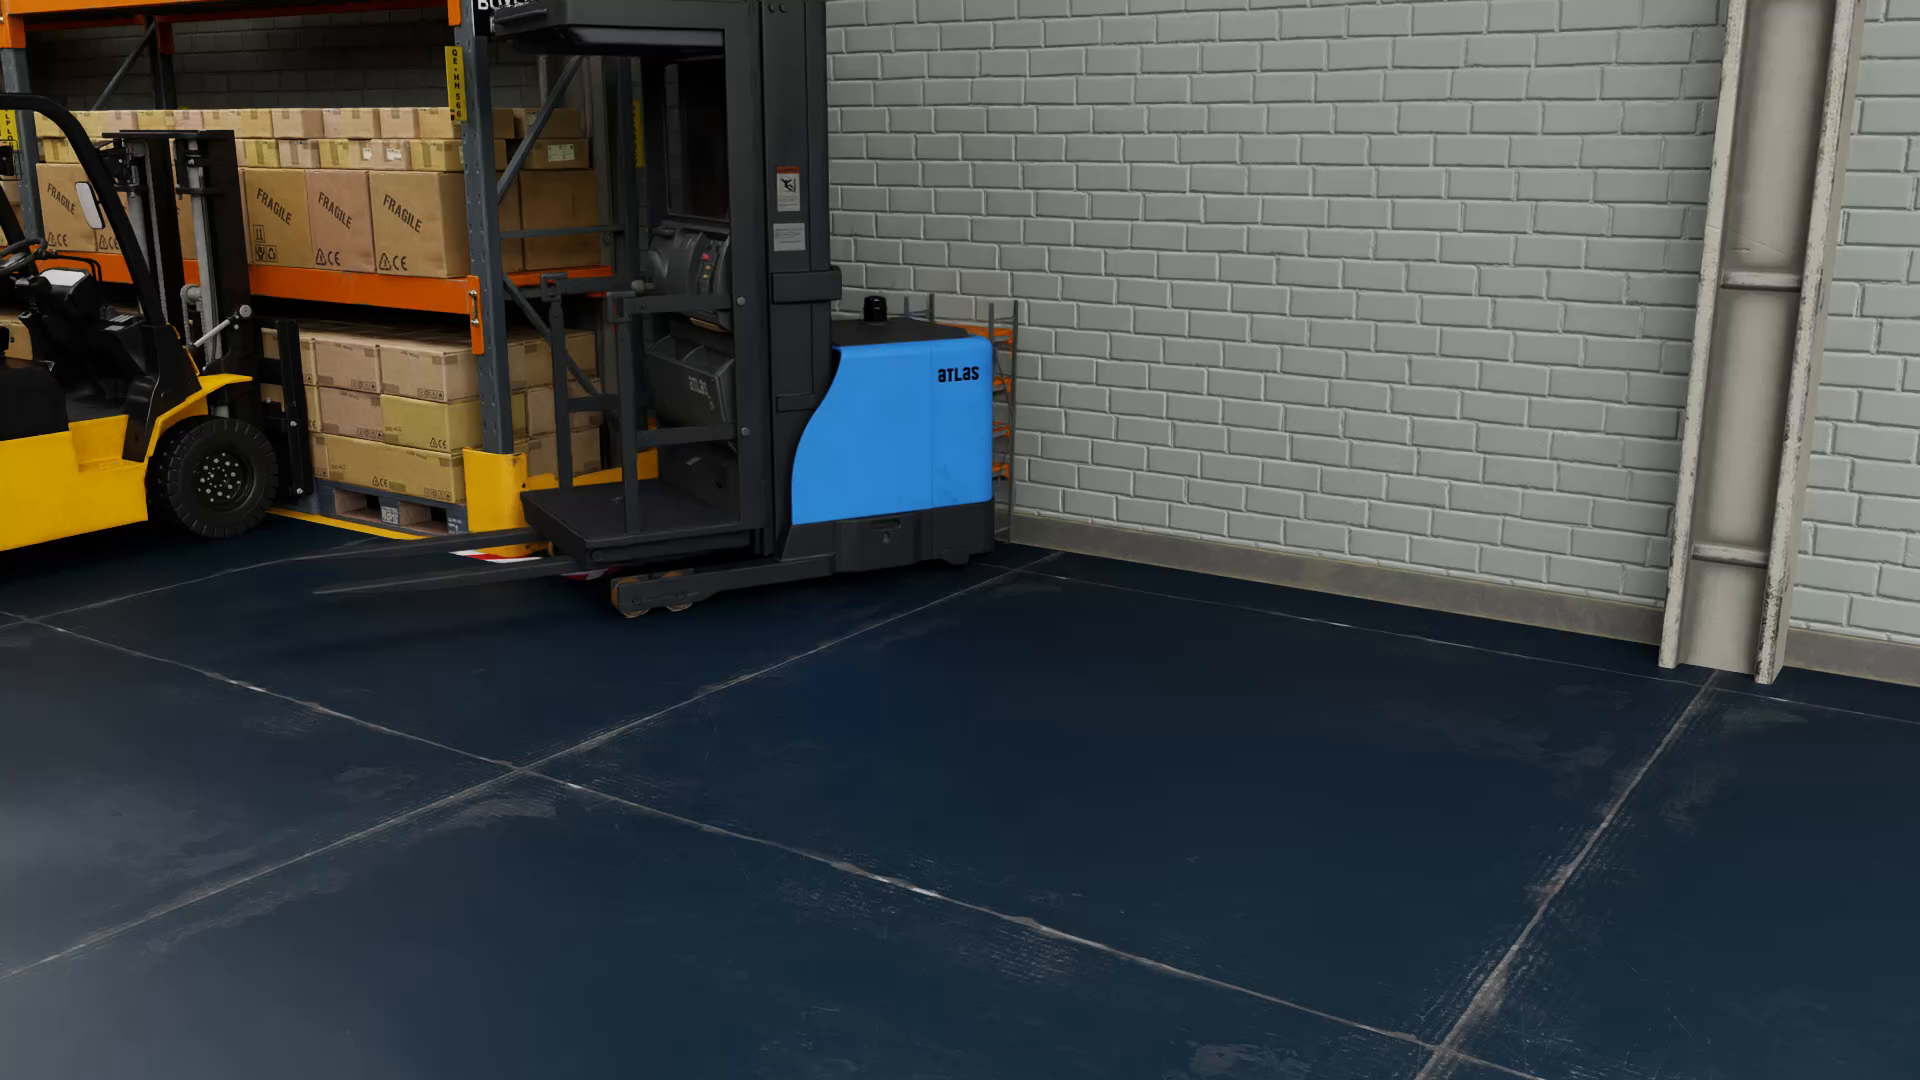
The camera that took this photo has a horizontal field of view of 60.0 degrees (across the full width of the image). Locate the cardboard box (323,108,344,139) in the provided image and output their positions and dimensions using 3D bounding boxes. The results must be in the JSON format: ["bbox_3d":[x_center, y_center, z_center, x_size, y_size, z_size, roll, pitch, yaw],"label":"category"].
[{"bbox_3d":[-3.014,-2.128,8.498,0.250,0.149,0.380,9,17,33],"label":"cardboard box"}]

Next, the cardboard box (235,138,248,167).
[{"bbox_3d":[-3.659,-2.082,8.932,0.250,0.149,0.380,9,17,32],"label":"cardboard box"}]

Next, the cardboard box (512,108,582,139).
[{"bbox_3d":[-2.139,-2.104,8.405,0.250,0.149,0.380,9,16,32],"label":"cardboard box"}]

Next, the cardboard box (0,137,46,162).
[{"bbox_3d":[-5.706,-2.410,10.260,0.250,0.149,0.380,10,17,35],"label":"cardboard box"}]

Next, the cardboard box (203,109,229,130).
[{"bbox_3d":[-3.870,-2.264,9.051,0.250,0.149,0.380,9,17,33],"label":"cardboard box"}]

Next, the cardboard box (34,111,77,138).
[{"bbox_3d":[-5.200,-2.451,9.806,0.250,0.149,0.380,10,17,34],"label":"cardboard box"}]

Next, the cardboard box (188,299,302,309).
[{"bbox_3d":[-4.354,-1.307,10.130,0.500,0.250,0.500,9,16,32],"label":"cardboard box"}]

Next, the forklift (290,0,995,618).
[{"bbox_3d":[-1.377,-1.241,7.236,3.031,2.935,1.130,-8,16,-28],"label":"forklift"}]

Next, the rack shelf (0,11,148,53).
[{"bbox_3d":[-6.958,-3.420,11.153,4.000,0.370,1.077,9,17,33],"label":"rack shelf"}]

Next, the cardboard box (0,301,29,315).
[{"bbox_3d":[-6.378,-1.270,11.278,0.625,0.625,0.875,9,17,32],"label":"cardboard box"}]

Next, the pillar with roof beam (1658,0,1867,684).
[{"bbox_3d":[0.521,-3.031,1.841,0.400,9.000,9.100,9,17,33],"label":"pillar with roof beam"}]

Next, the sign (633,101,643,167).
[{"bbox_3d":[-1.665,-2.077,8.507,0.005,0.325,0.100,9,17,33],"label":"sign"}]

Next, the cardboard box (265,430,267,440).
[{"bbox_3d":[-3.807,-0.581,9.275,0.500,0.250,0.500,10,17,35],"label":"cardboard box"}]

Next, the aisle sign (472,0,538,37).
[{"bbox_3d":[-2.089,-2.703,7.592,0.004,0.787,0.394,9,17,33],"label":"aisle sign"}]

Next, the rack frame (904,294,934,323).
[{"bbox_3d":[-0.209,-0.618,8.298,0.015,1.200,0.240,9,16,32],"label":"rack frame"}]

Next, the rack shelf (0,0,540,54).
[{"bbox_3d":[-3.639,-2.884,8.986,4.000,0.370,1.077,9,17,33],"label":"rack shelf"}]

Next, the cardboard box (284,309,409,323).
[{"bbox_3d":[-3.520,-1.171,9.579,0.500,0.250,0.500,9,16,32],"label":"cardboard box"}]

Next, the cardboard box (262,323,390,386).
[{"bbox_3d":[-3.387,-0.996,8.872,0.500,0.250,0.500,9,17,34],"label":"cardboard box"}]

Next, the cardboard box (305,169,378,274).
[{"bbox_3d":[-2.960,-1.643,8.508,0.500,0.500,0.500,10,17,35],"label":"cardboard box"}]

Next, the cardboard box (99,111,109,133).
[{"bbox_3d":[-4.716,-2.402,9.606,0.250,0.149,0.380,9,16,32],"label":"cardboard box"}]

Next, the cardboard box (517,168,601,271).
[{"bbox_3d":[-2.236,-1.679,8.656,0.500,0.500,0.500,10,17,35],"label":"cardboard box"}]

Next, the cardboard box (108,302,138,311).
[{"bbox_3d":[-5.073,-1.272,9.988,0.500,0.250,0.500,9,16,32],"label":"cardboard box"}]

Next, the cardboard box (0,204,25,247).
[{"bbox_3d":[-5.863,-1.988,10.424,0.500,0.250,0.500,10,17,34],"label":"cardboard box"}]

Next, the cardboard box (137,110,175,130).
[{"bbox_3d":[-4.329,-2.317,9.265,0.250,0.149,0.380,9,16,32],"label":"cardboard box"}]

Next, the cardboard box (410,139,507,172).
[{"bbox_3d":[-2.424,-1.863,8.049,0.250,0.149,0.380,9,17,34],"label":"cardboard box"}]

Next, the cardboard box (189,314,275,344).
[{"bbox_3d":[-4.235,-1.137,9.443,0.500,0.250,0.500,10,17,35],"label":"cardboard box"}]

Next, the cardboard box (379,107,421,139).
[{"bbox_3d":[-2.617,-2.050,8.184,0.250,0.149,0.380,9,17,33],"label":"cardboard box"}]

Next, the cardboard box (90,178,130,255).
[{"bbox_3d":[-4.635,-1.916,9.612,0.500,0.500,0.500,10,17,34],"label":"cardboard box"}]

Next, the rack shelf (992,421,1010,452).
[{"bbox_3d":[-0.007,-0.518,8.183,0.480,0.148,0.258,9,16,32],"label":"rack shelf"}]

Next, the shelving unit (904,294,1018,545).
[{"bbox_3d":[-0.006,-0.584,8.168,0.503,1.200,0.258,9,16,32],"label":"shelving unit"}]

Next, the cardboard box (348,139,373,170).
[{"bbox_3d":[-2.834,-1.938,8.353,0.250,0.149,0.380,10,17,34],"label":"cardboard box"}]

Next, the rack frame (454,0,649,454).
[{"bbox_3d":[-1.980,-1.509,8.176,0.127,3.000,1.000,9,17,33],"label":"rack frame"}]

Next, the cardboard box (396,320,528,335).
[{"bbox_3d":[-2.690,-1.032,9.017,0.500,0.250,0.500,9,17,33],"label":"cardboard box"}]

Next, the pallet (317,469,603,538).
[{"bbox_3d":[-2.638,-0.250,8.892,1.213,0.211,1.003,9,17,33],"label":"pallet"}]

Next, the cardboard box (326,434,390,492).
[{"bbox_3d":[-2.953,-0.447,8.733,0.500,0.250,0.500,9,17,33],"label":"cardboard box"}]

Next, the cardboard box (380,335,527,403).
[{"bbox_3d":[-2.536,-0.863,8.334,0.500,0.250,0.500,10,17,35],"label":"cardboard box"}]

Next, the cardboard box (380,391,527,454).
[{"bbox_3d":[-2.558,-0.624,8.408,0.500,0.250,0.500,9,16,32],"label":"cardboard box"}]

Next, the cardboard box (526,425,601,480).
[{"bbox_3d":[-2.278,-0.483,8.880,0.500,0.250,0.500,9,17,33],"label":"cardboard box"}]

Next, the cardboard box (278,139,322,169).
[{"bbox_3d":[-3.281,-2.000,8.603,0.250,0.149,0.380,9,16,31],"label":"cardboard box"}]

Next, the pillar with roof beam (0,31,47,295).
[{"bbox_3d":[-9.436,-4.640,8.342,0.400,9.000,9.100,9,17,33],"label":"pillar with roof beam"}]

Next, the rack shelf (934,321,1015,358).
[{"bbox_3d":[0.001,-0.966,8.078,0.480,0.148,0.258,9,16,32],"label":"rack shelf"}]

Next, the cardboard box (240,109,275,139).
[{"bbox_3d":[-3.510,-2.174,8.686,0.250,0.149,0.380,10,17,34],"label":"cardboard box"}]

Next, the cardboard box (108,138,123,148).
[{"bbox_3d":[-4.570,-2.202,9.418,0.250,0.149,0.380,10,17,34],"label":"cardboard box"}]

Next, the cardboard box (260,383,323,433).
[{"bbox_3d":[-3.408,-0.758,8.951,0.500,0.250,0.500,9,16,32],"label":"cardboard box"}]

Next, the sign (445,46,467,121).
[{"bbox_3d":[-2.294,-2.080,7.579,0.005,0.325,0.100,9,17,33],"label":"sign"}]

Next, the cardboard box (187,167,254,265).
[{"bbox_3d":[-3.809,-1.776,9.049,0.500,0.500,0.500,9,17,33],"label":"cardboard box"}]

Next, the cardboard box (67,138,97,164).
[{"bbox_3d":[-4.965,-2.279,9.730,0.250,0.149,0.380,10,17,34],"label":"cardboard box"}]
